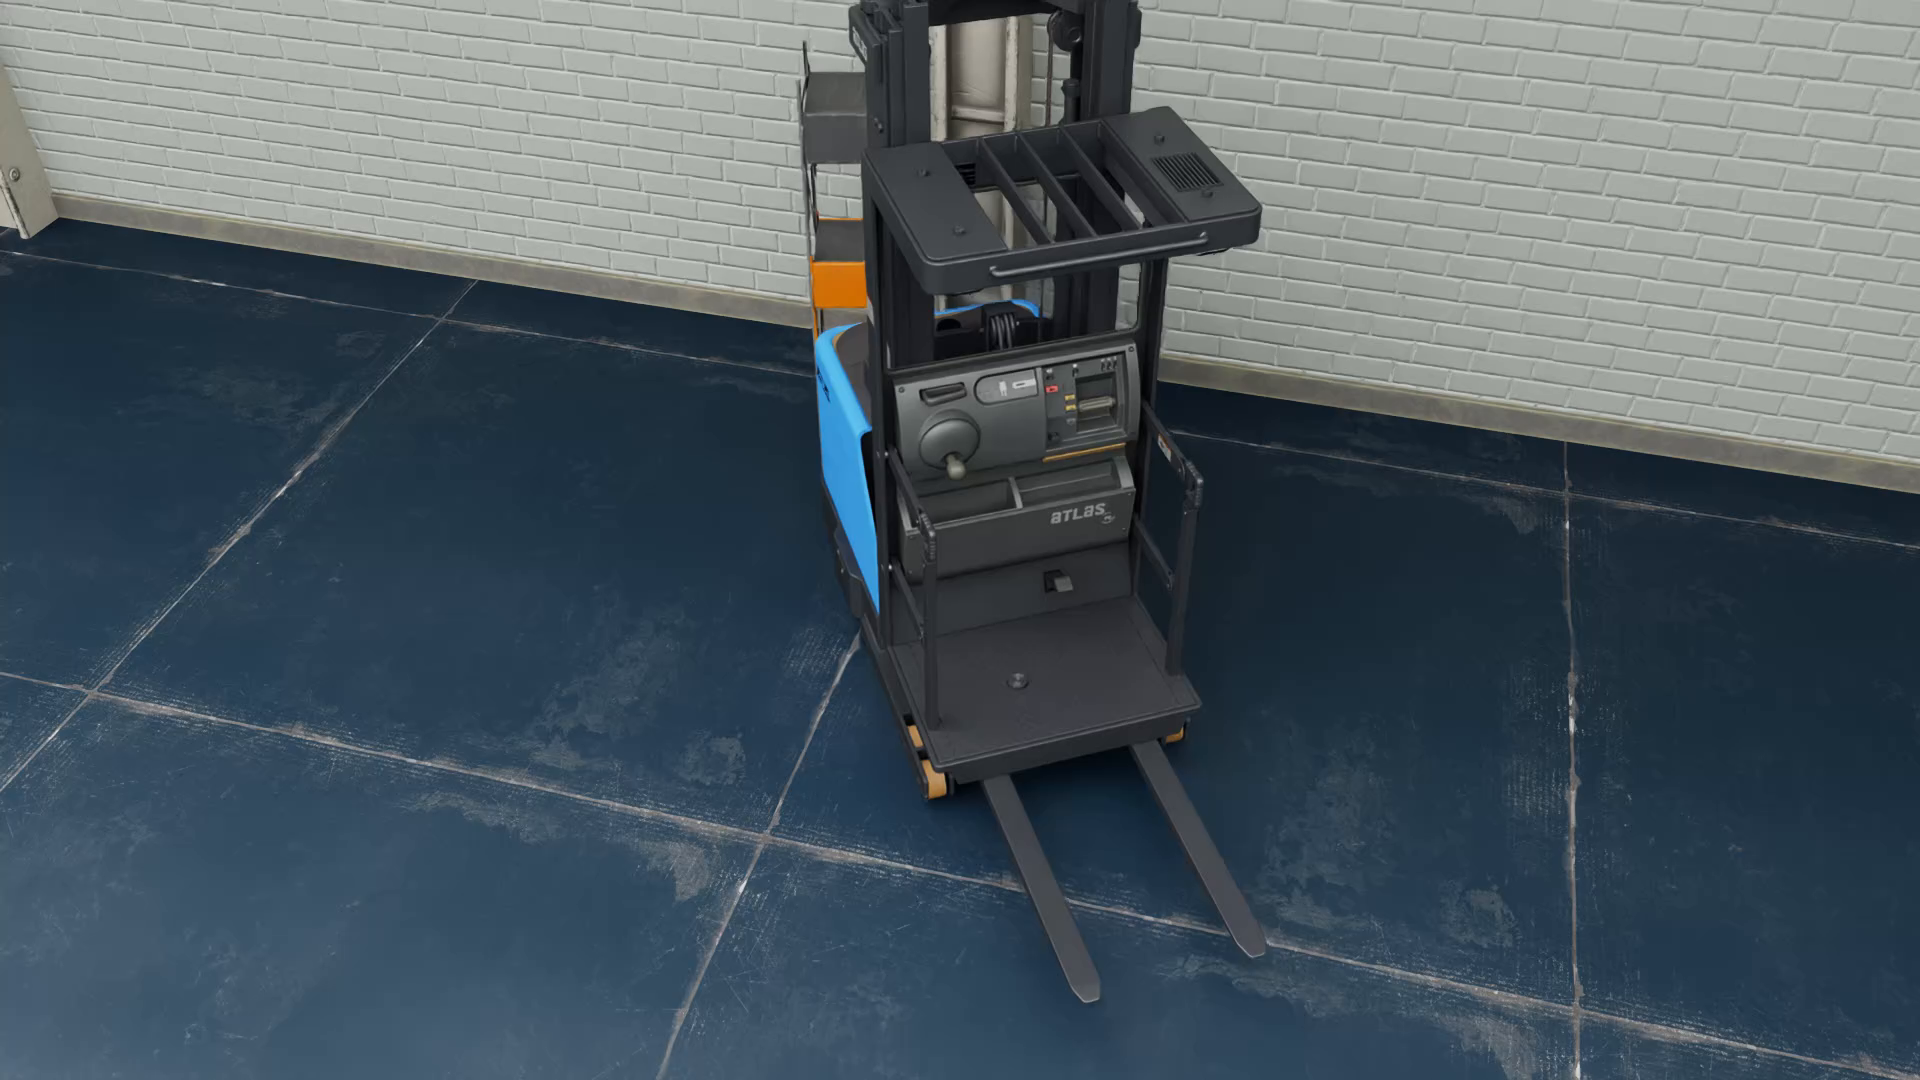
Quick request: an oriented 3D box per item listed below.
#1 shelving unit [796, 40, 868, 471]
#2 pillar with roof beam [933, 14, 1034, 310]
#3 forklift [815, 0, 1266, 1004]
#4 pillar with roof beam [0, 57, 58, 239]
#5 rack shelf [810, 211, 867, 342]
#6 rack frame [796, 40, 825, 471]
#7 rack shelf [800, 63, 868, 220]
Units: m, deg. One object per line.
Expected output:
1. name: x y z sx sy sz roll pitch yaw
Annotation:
1. shelving unit: -0.408 -1.166 7.506 0.503 2.100 0.431 0 40 0
2. pillar with roof beam: -1.003 -1.691 2.767 0.400 9.000 9.100 10 41 11
3. forklift: 0.285 -0.396 5.942 1.130 2.935 3.031 -11 41 -13
4. pillar with roof beam: -6.799 -2.689 3.954 0.400 9.000 9.100 10 41 11
5. rack shelf: -0.408 -1.156 7.515 0.480 0.518 0.431 0 40 0
6. rack frame: -0.652 -1.167 7.506 0.015 2.100 0.400 0 40 0
7. rack shelf: -0.408 -1.692 7.064 0.480 0.518 0.431 0 40 0
